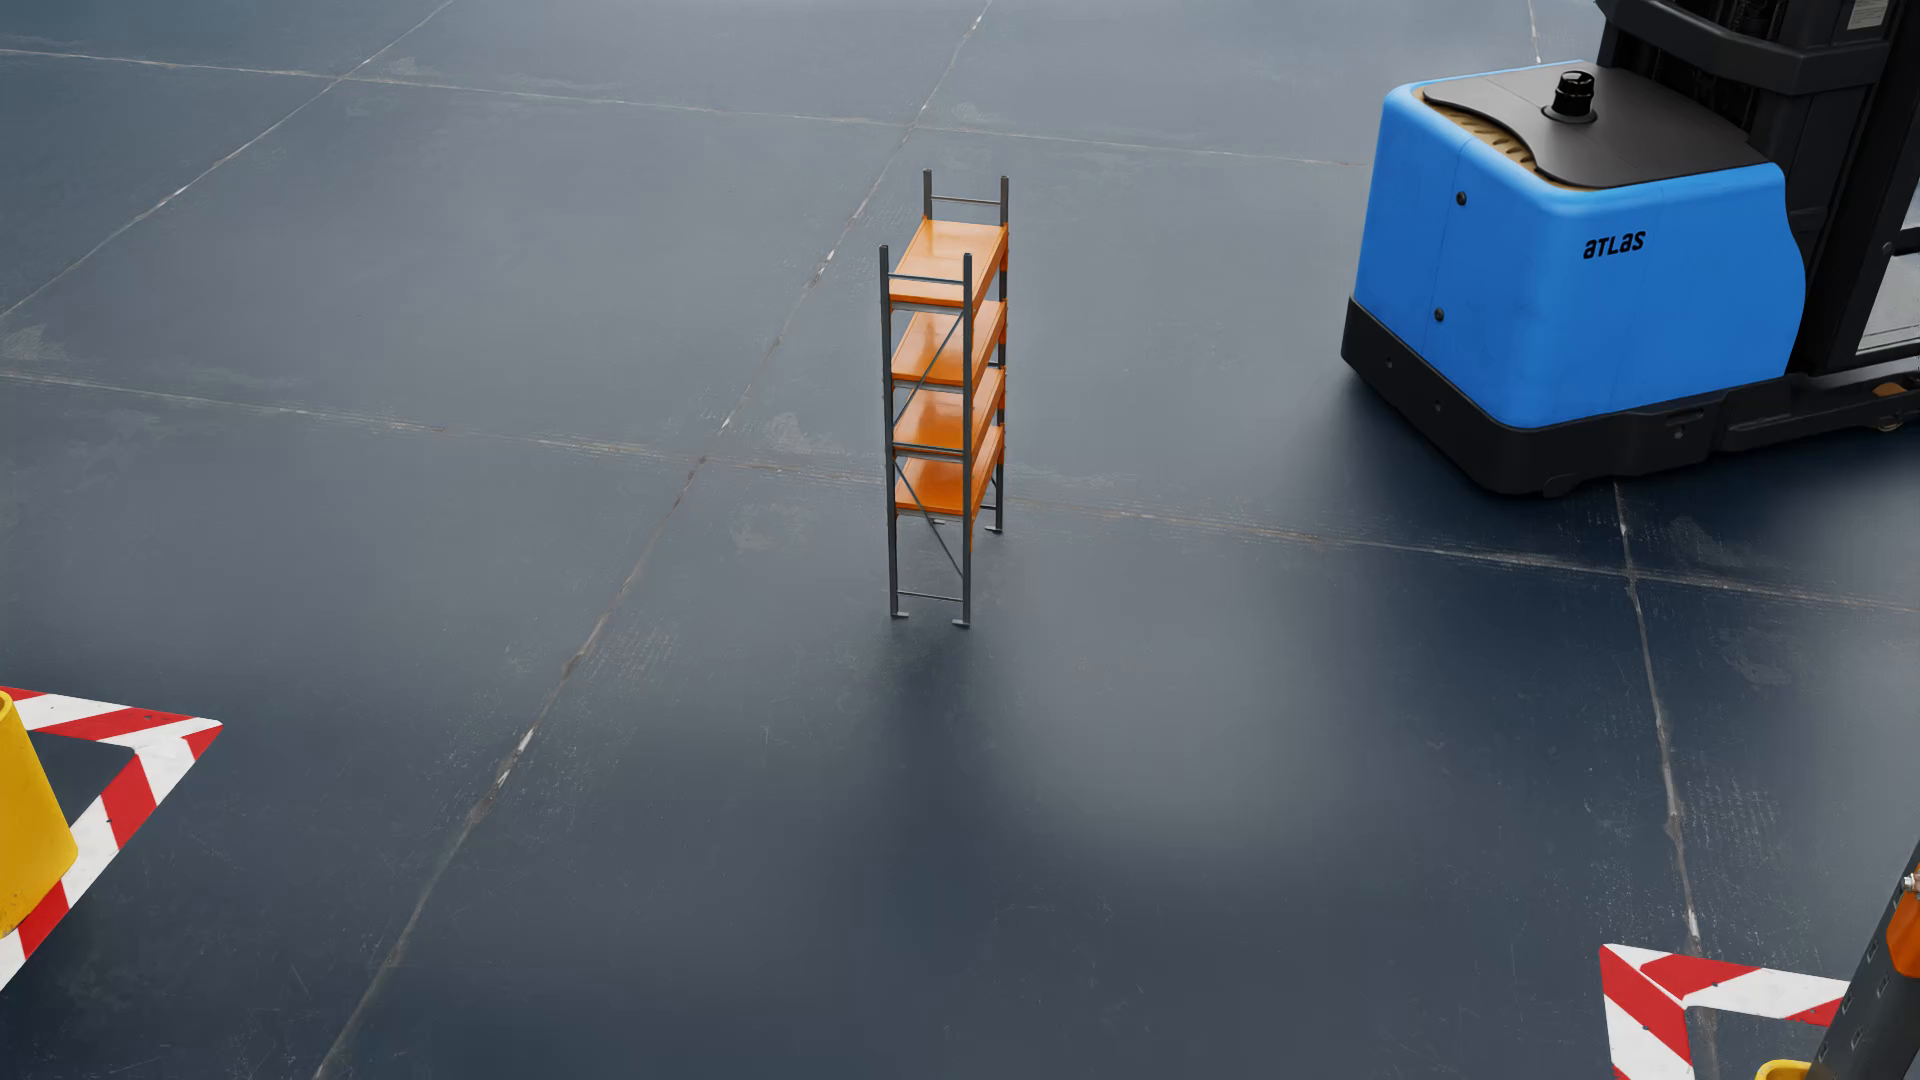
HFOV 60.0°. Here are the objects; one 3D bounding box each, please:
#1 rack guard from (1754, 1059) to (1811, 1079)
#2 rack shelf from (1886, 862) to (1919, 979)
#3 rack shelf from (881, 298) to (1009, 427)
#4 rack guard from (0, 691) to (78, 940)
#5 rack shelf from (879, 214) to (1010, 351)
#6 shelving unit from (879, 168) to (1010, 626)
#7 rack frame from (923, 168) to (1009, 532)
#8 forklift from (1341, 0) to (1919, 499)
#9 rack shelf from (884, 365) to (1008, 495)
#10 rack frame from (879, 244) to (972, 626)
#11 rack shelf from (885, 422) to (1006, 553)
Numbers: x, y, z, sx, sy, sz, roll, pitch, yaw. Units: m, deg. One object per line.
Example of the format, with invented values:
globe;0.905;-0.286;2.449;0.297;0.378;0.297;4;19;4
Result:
rack guard;2.001;1.327;2.993;1.175;0.500;0.348;7;37;10
rack shelf;1.590;1.709;0.949;1.077;0.370;4.000;7;37;10
rack shelf;-0.035;-0.518;4.675;0.258;0.148;0.480;7;37;10
rack guard;-2.801;0.590;4.010;1.175;0.500;0.348;7;37;10
rack shelf;-0.035;-0.709;4.536;0.258;0.148;0.480;7;37;10
shelving unit;-0.035;-0.391;4.767;0.258;1.200;0.503;7;37;10
rack frame;0.017;-0.531;4.960;0.240;1.200;0.015;7;37;10
forklift;2.959;-1.844;5.296;3.031;2.935;1.130;-12;38;-16
rack shelf;-0.035;-0.336;4.806;0.258;0.148;0.480;7;37;10
rack frame;-0.087;-0.251;4.574;0.240;1.200;0.015;7;37;10
rack shelf;-0.035;-0.176;4.923;0.258;0.148;0.480;7;37;10
